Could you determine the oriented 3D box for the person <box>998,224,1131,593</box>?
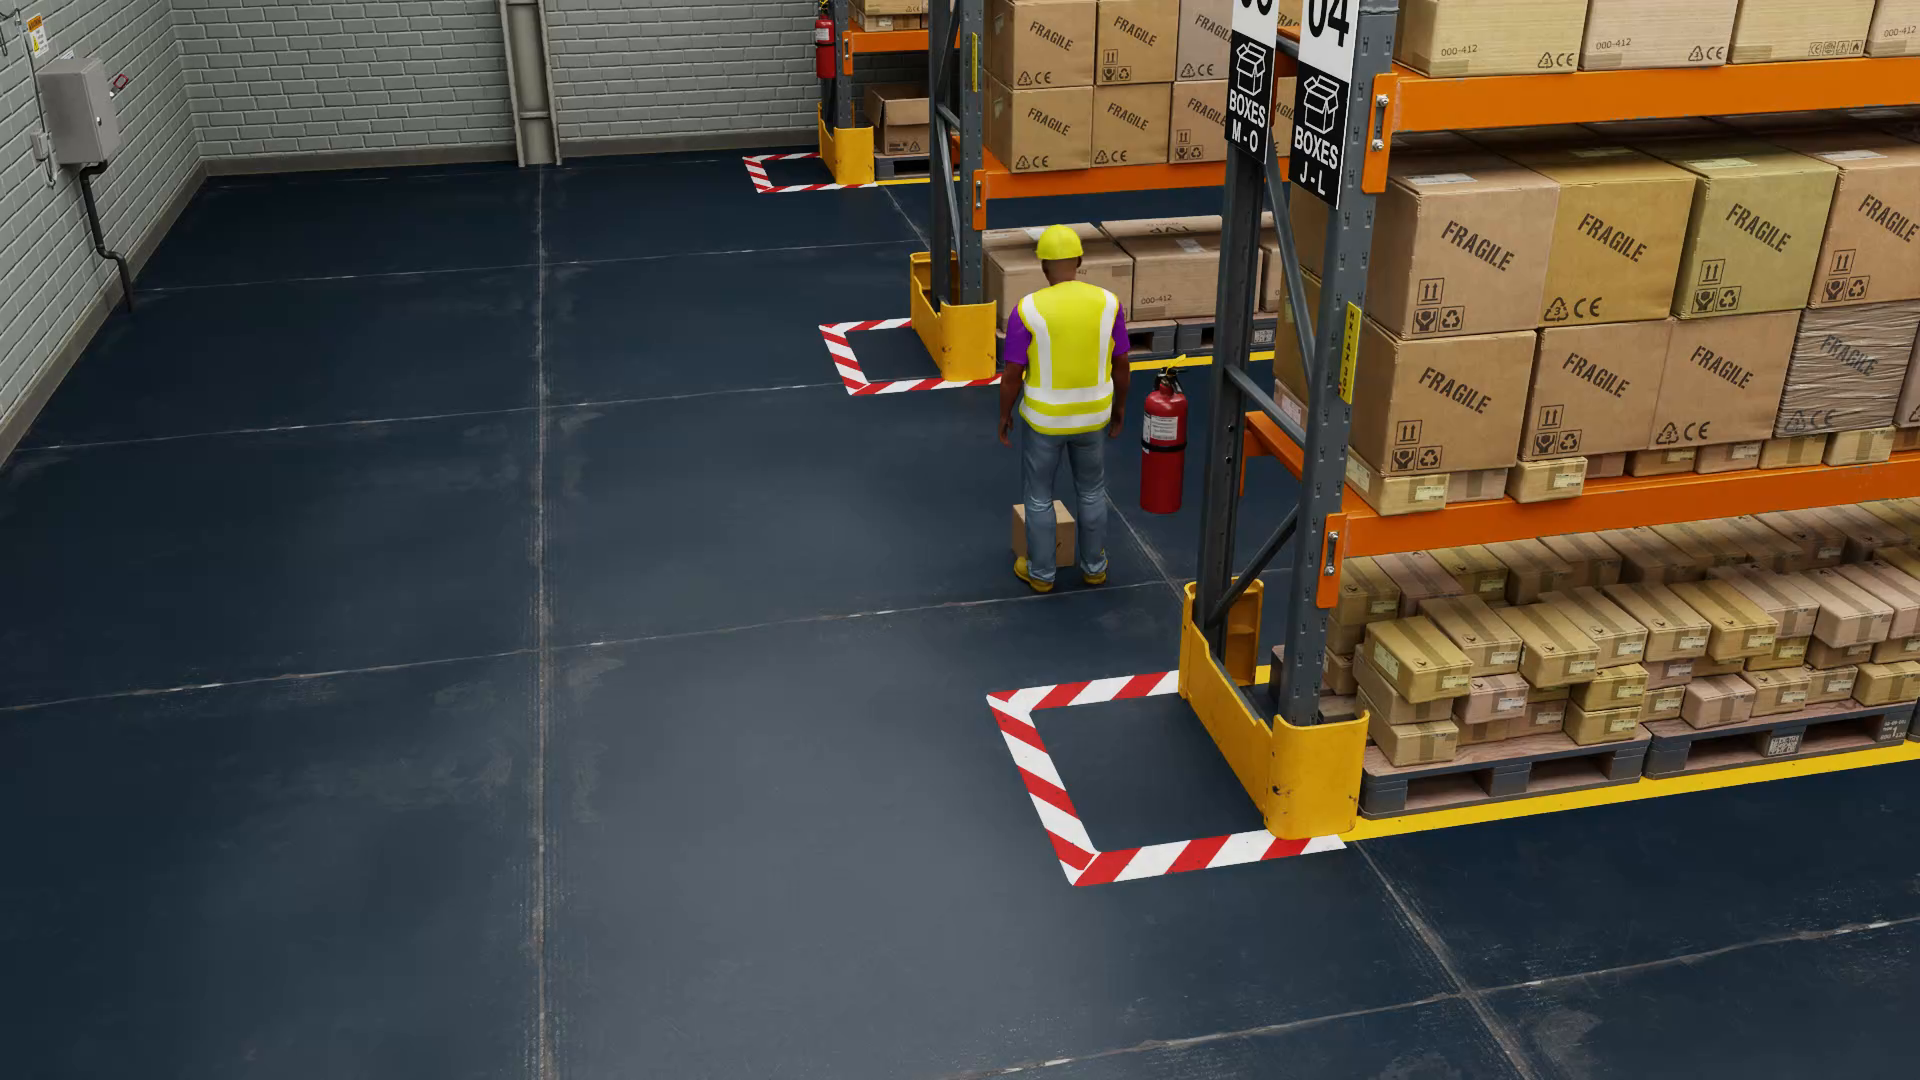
[{"bbox_3d":[0.483,-0.600,7.793,0.627,1.761,0.456,-6,27,-11],"label":"person"}]
